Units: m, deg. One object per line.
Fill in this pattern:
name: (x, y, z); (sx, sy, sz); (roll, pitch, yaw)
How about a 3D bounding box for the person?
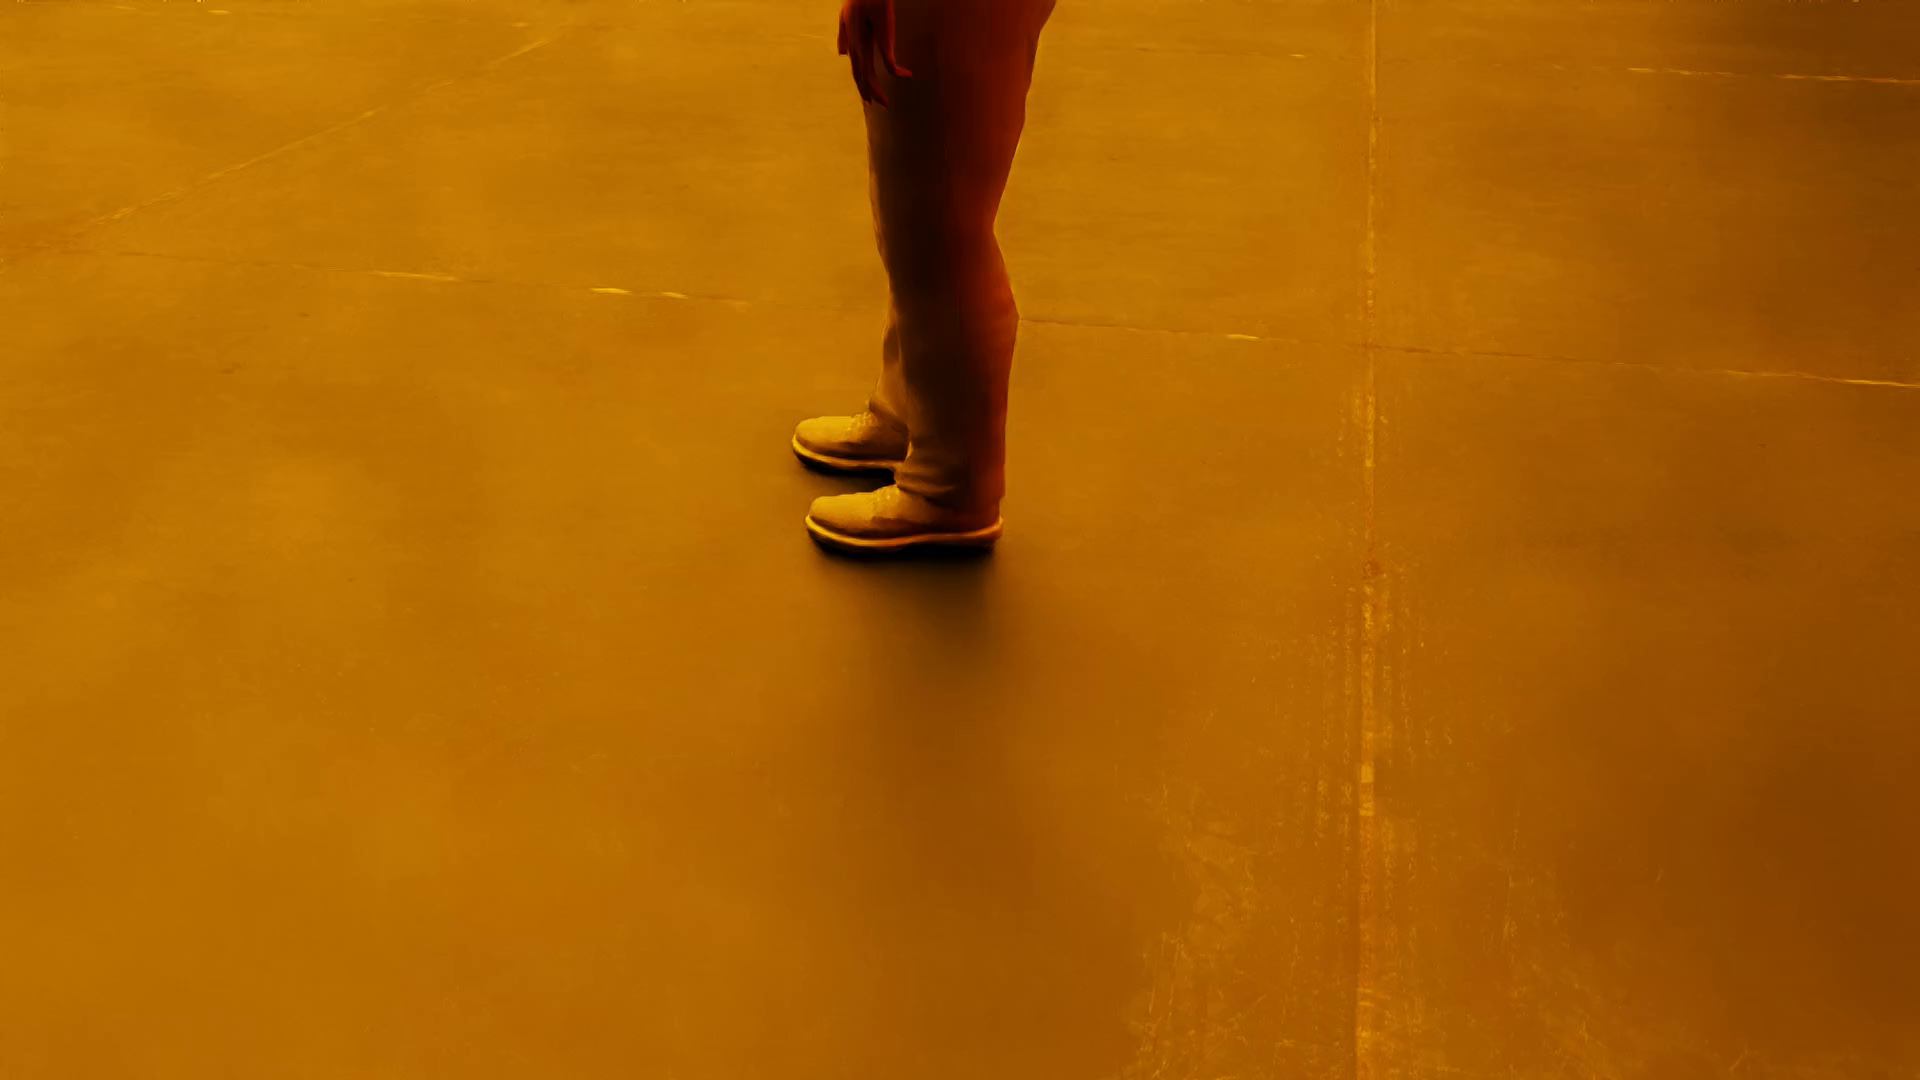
person: (-0.069, -0.779, 2.147); (0.529, 1.695, 0.570); (6, 27, 11)
